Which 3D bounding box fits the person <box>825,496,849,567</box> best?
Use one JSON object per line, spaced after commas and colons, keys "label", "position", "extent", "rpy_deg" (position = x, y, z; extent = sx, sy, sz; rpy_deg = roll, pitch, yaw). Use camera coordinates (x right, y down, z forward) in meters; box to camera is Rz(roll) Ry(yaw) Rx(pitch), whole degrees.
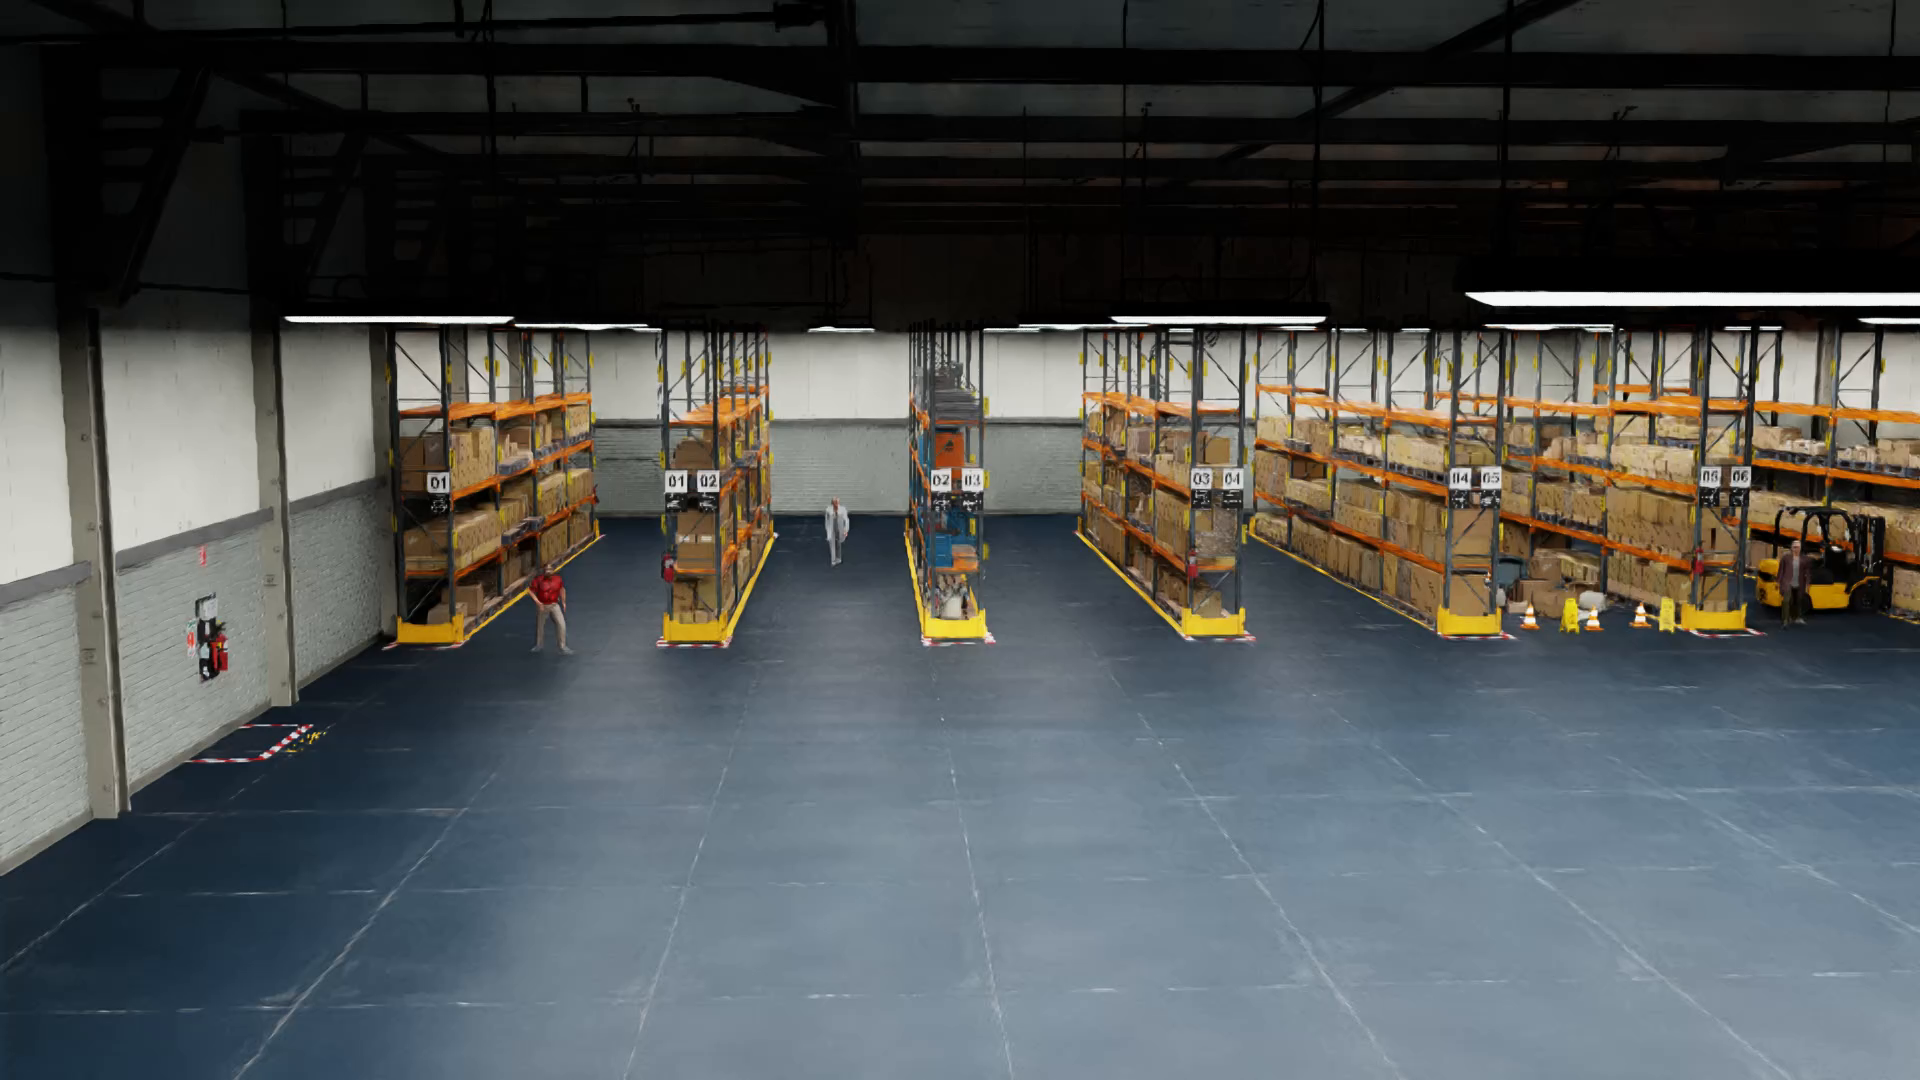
{"label": "person", "position": [-3.051, -0.230, 41.265], "extent": [0.594, 1.725, 1.111], "rpy_deg": [-1, 7, -4]}

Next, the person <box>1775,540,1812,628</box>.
{"label": "person", "position": [16.356, 0.847, 32.623], "extent": [0.635, 1.721, 1.046], "rpy_deg": [2, 7, 17]}

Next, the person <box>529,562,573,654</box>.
{"label": "person", "position": [-7.390, 1.203, 29.907], "extent": [0.700, 1.658, 0.863], "rpy_deg": [-3, 8, -20]}

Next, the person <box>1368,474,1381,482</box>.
{"label": "person", "position": [13.157, -1.608, 52.621], "extent": [0.439, 1.659, 0.630], "rpy_deg": [-5, 9, -35]}
